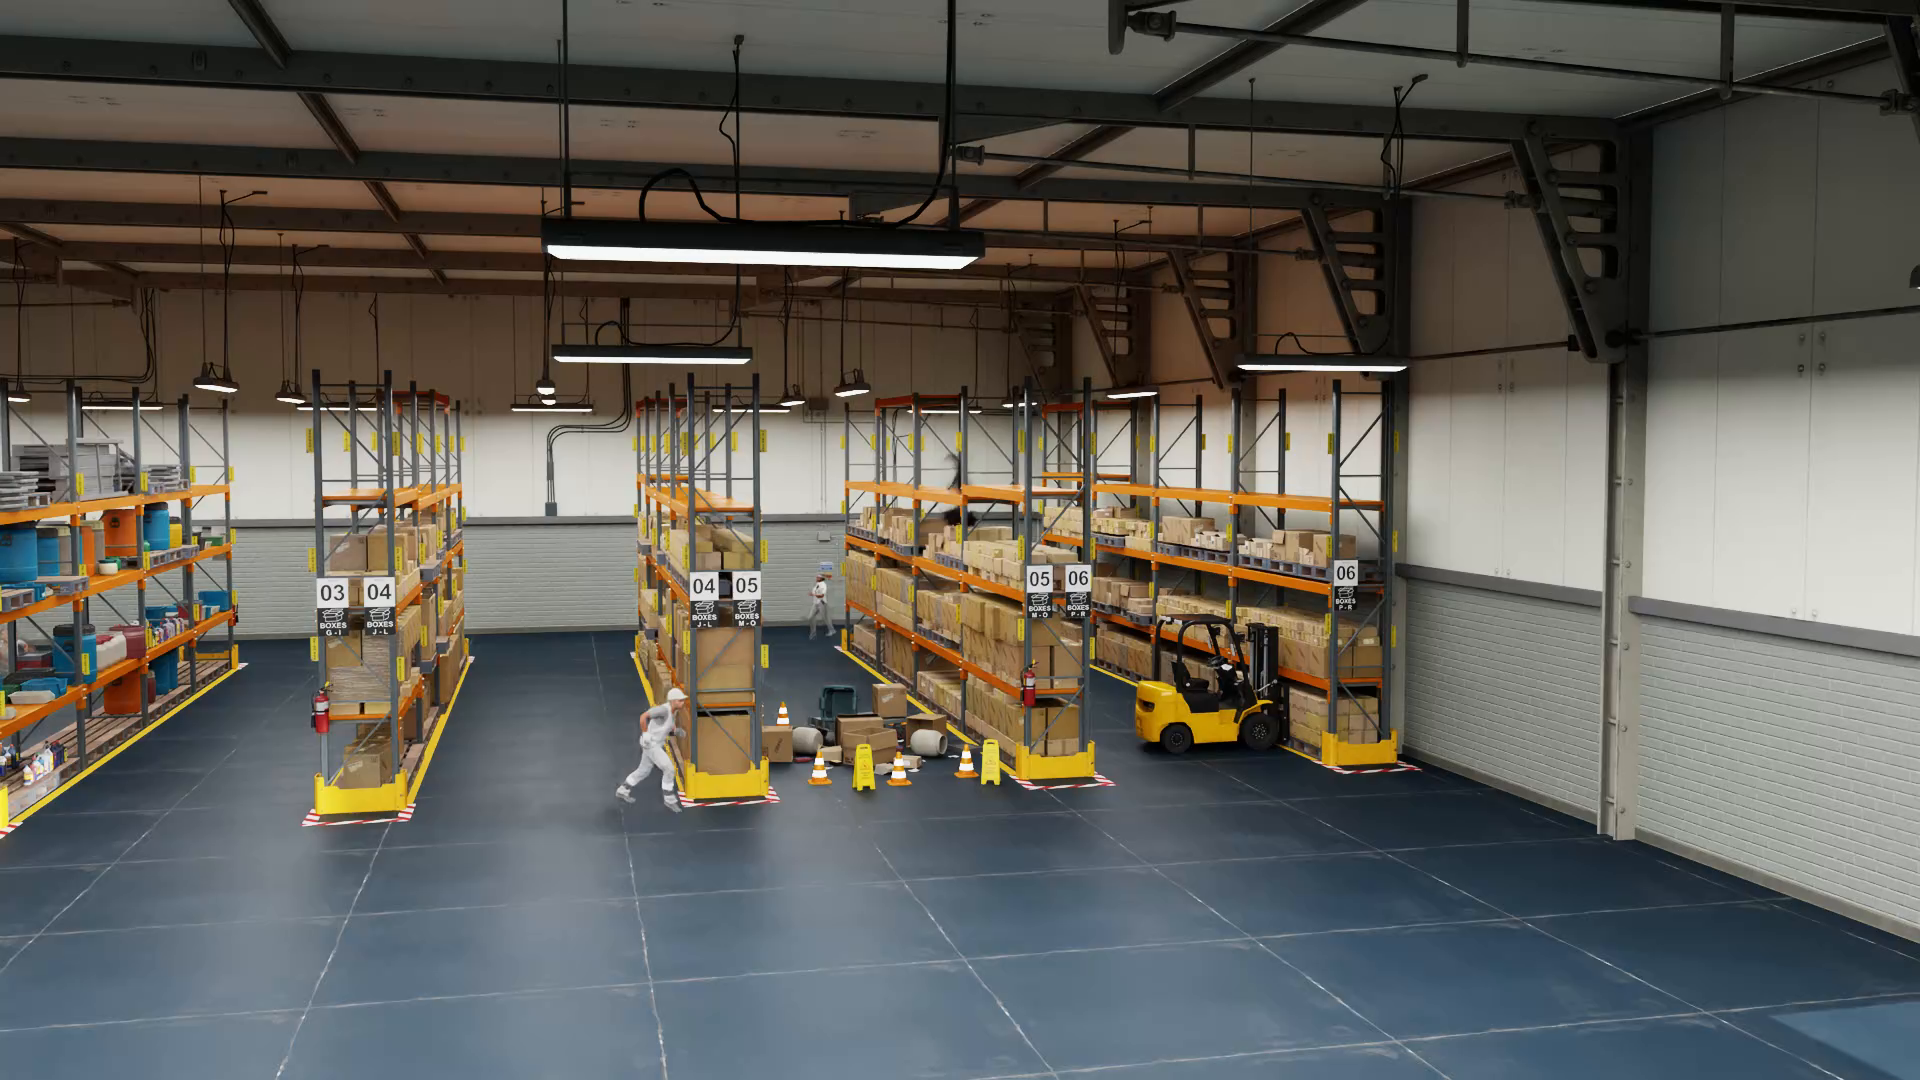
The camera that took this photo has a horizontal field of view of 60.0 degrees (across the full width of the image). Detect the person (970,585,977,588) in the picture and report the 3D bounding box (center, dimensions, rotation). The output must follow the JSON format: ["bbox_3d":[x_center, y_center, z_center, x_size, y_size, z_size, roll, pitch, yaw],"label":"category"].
[{"bbox_3d":[0.468,1.912,38.652,0.700,1.753,1.097,-2,4,-33],"label":"person"}]

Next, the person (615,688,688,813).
[{"bbox_3d":[-4.214,2.874,22.651,1.055,1.732,0.706,1,3,11],"label":"person"}]

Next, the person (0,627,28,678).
[{"bbox_3d":[-17.305,2.435,30.299,0.548,1.720,0.841,-1,3,-14],"label":"person"}]

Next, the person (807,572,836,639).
[{"bbox_3d":[-3.586,1.690,42.767,0.756,1.758,0.547,-2,4,-33],"label":"person"}]

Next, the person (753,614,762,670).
[{"bbox_3d":[-4.626,2.107,36.278,0.601,1.679,0.929,-1,3,-12],"label":"person"}]
